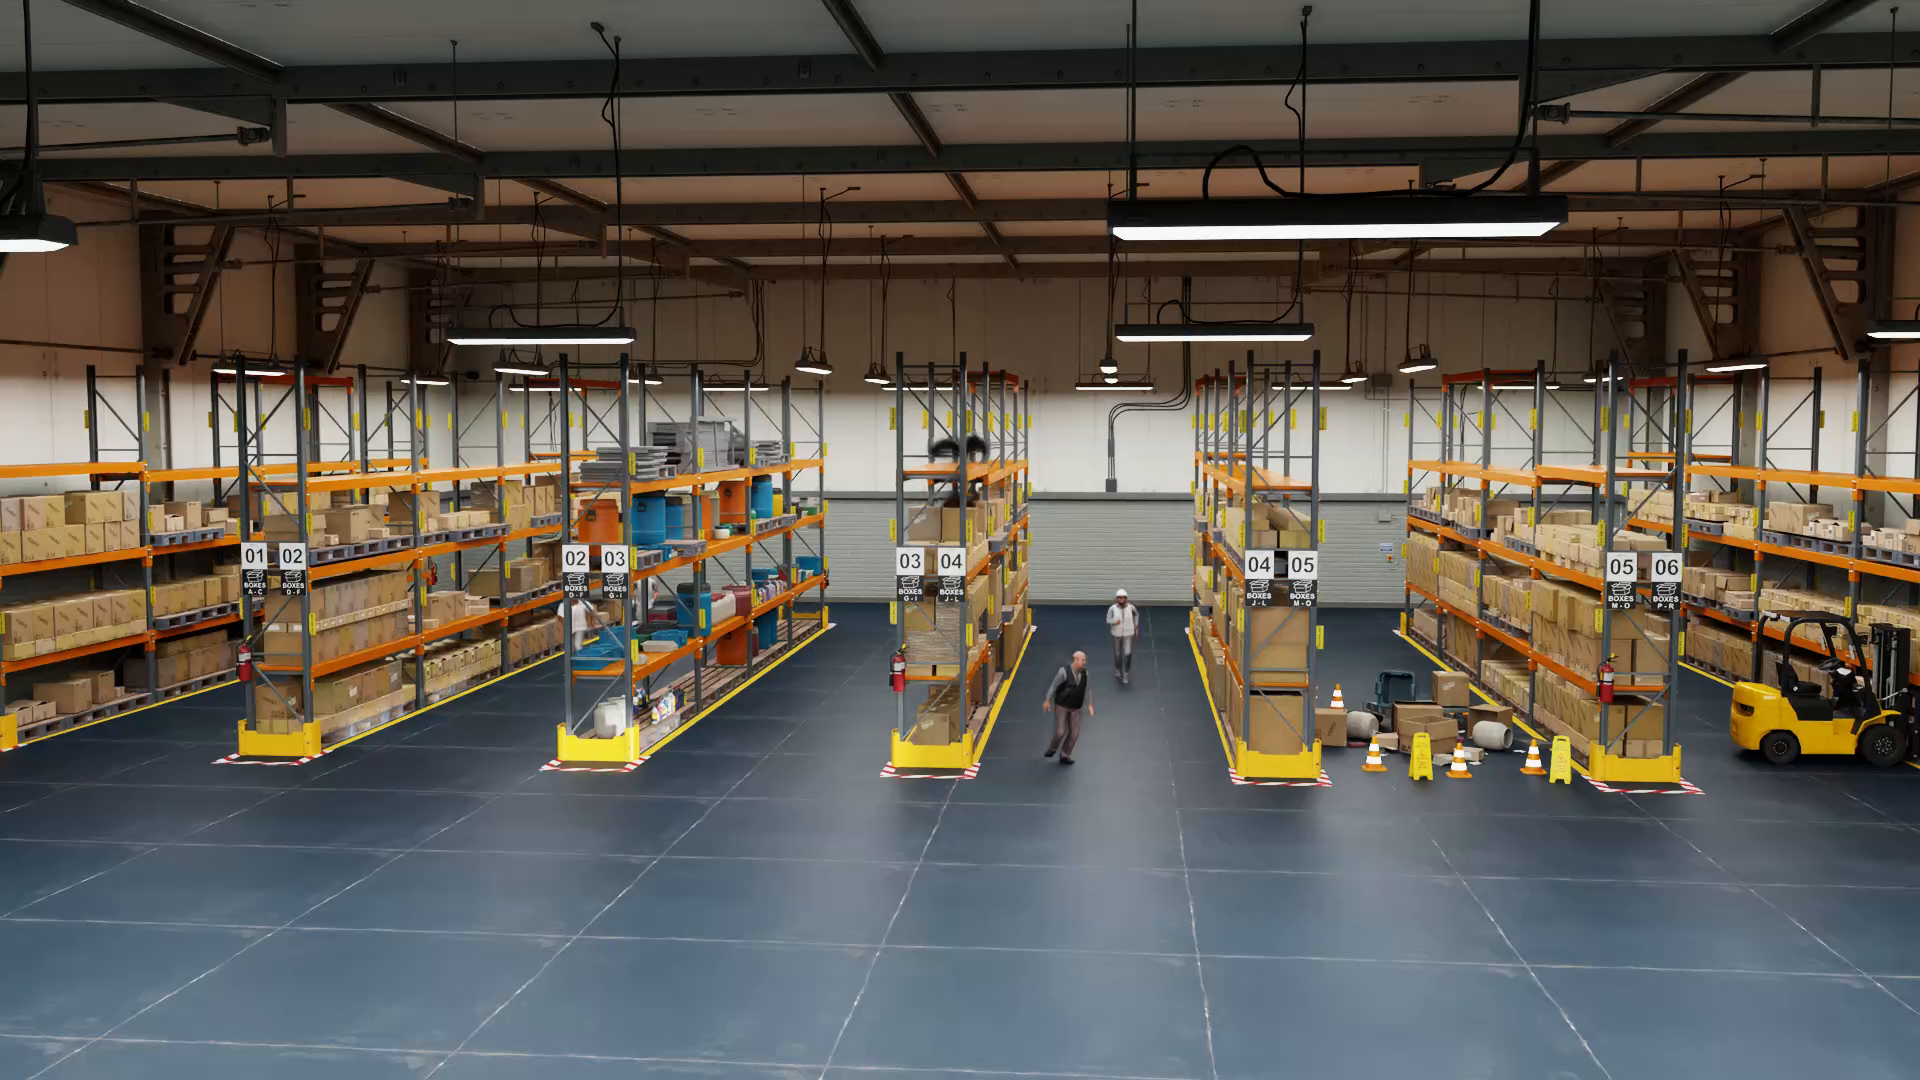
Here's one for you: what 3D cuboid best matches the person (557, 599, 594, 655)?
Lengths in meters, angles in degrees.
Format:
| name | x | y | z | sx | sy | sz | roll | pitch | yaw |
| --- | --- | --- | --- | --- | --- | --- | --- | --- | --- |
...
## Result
| name | x | y | z | sx | sy | sz | roll | pitch | yaw |
| --- | --- | --- | --- | --- | --- | --- | --- | --- | --- |
| person | -7.548 | 1.810 | 32.601 | 0.660 | 1.810 | 0.831 | 0 | 4 | 0 |

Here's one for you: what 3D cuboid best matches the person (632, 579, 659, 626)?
| name | x | y | z | sx | sy | sz | roll | pitch | yaw |
| --- | --- | --- | --- | --- | --- | --- | --- | --- | --- |
| person | -7.158 | 1.471 | 37.720 | 0.665 | 1.714 | 0.706 | -1 | 4 | -11 |

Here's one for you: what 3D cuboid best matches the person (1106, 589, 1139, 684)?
| name | x | y | z | sx | sy | sz | roll | pitch | yaw |
| --- | --- | --- | --- | --- | --- | --- | --- | --- | --- |
| person | 3.118 | 1.853 | 31.945 | 0.627 | 1.825 | 0.832 | 0 | 4 | 5 |

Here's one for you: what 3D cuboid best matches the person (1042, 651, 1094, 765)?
| name | x | y | z | sx | sy | sz | roll | pitch | yaw |
| --- | --- | --- | --- | --- | --- | --- | --- | --- | --- |
| person | 1.573 | 2.441 | 24.291 | 0.685 | 1.676 | 0.562 | -2 | 5 | -27 |
